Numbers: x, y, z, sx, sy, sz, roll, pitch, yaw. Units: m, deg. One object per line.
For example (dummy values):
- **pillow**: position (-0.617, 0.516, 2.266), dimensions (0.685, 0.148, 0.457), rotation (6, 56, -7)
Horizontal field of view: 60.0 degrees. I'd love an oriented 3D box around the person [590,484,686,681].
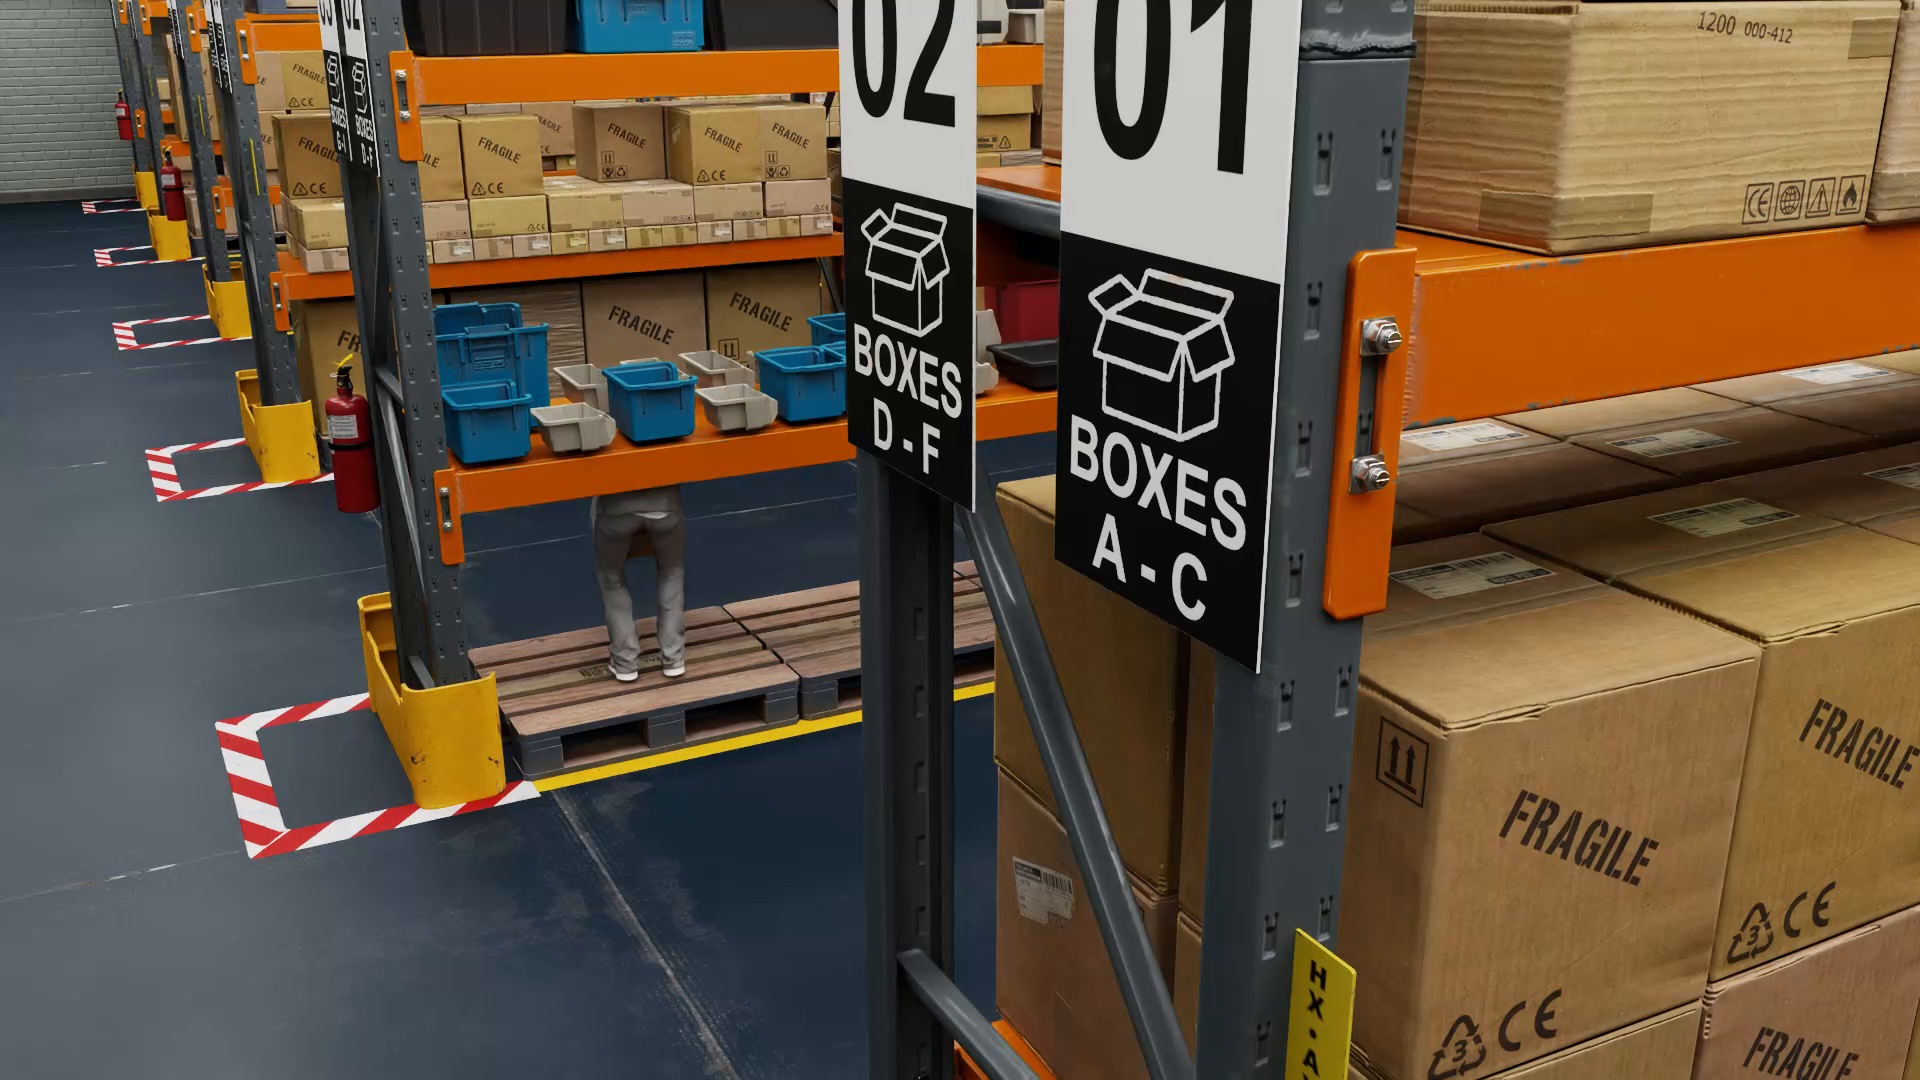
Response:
- **person**: position (-1.416, 0.023, 7.255), dimensions (0.384, 1.024, 0.906), rotation (-6, 20, -17)
